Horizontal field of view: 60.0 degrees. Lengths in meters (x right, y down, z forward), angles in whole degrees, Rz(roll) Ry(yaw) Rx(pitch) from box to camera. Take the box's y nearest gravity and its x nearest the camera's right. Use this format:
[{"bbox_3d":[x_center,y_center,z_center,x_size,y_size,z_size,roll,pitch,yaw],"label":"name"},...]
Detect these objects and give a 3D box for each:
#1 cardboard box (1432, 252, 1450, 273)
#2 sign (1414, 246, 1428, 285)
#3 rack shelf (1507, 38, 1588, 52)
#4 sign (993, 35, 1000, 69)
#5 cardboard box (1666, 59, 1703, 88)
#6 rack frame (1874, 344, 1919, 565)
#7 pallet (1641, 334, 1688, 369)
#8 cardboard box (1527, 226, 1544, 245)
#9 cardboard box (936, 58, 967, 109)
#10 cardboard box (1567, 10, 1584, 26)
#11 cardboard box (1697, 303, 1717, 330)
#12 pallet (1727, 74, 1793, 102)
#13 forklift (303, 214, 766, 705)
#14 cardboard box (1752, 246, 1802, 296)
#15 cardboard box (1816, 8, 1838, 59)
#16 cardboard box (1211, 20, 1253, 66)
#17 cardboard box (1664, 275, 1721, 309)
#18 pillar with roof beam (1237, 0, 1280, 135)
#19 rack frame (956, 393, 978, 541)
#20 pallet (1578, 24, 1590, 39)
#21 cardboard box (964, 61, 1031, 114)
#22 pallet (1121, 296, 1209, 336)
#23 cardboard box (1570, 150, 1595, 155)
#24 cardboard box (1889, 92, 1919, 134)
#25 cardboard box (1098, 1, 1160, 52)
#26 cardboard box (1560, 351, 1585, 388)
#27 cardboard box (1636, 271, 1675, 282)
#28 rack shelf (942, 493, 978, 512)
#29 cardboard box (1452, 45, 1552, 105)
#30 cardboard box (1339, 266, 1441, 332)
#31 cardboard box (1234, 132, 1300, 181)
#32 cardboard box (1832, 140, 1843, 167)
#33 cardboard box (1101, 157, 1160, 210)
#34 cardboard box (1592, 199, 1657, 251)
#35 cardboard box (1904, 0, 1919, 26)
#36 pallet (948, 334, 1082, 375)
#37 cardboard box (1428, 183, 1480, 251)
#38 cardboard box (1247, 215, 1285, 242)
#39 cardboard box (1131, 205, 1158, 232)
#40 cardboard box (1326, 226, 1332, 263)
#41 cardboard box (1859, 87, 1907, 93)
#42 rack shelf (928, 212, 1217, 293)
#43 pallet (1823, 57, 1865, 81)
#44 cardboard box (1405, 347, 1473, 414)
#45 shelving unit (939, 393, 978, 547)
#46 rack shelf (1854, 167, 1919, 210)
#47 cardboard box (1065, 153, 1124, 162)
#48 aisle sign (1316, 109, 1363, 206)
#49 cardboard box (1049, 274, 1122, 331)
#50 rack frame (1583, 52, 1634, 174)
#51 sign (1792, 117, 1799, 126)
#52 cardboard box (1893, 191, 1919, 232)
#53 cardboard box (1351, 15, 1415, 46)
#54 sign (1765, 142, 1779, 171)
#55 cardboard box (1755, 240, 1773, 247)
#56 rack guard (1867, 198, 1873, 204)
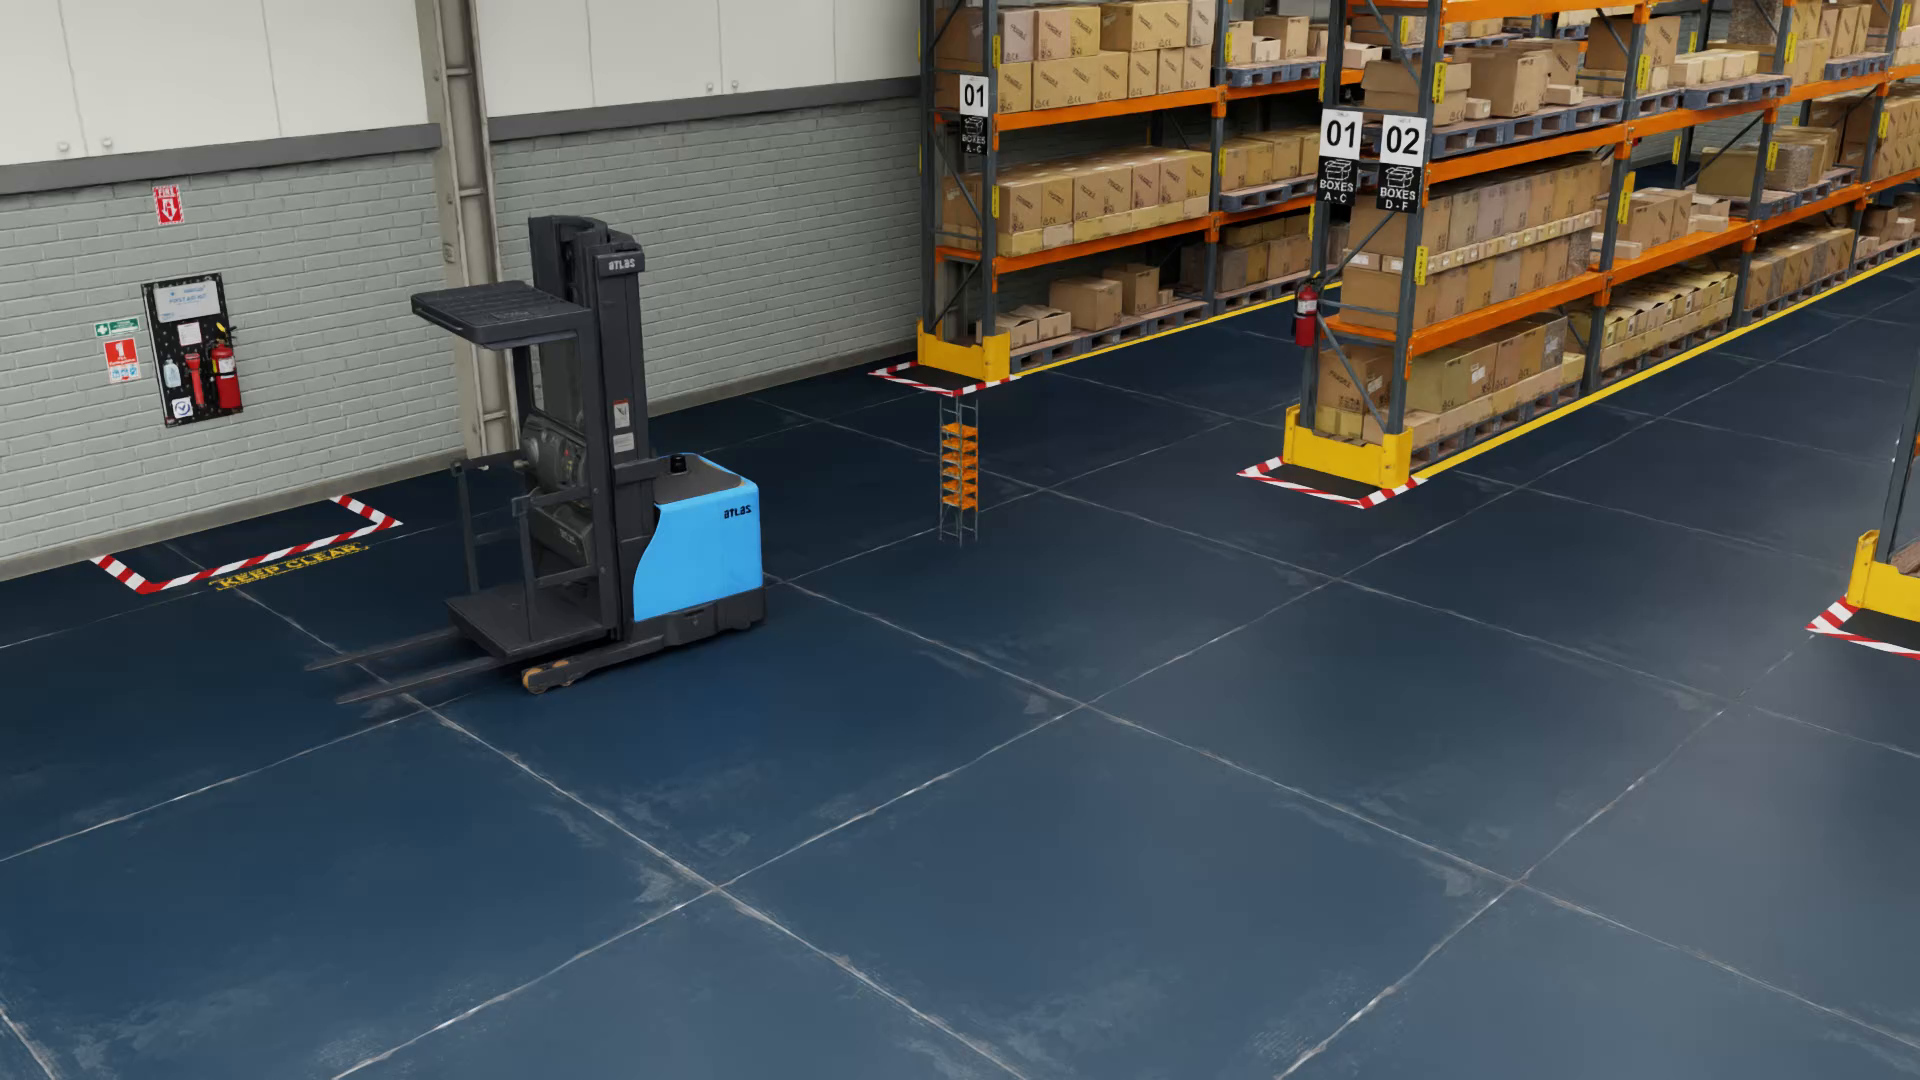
[{"bbox_3d":[4.142,-2.502,14.860,0.380,0.149,0.250,18,28,39],"label":"cardboard box"},{"bbox_3d":[3.925,-2.338,14.159,0.100,0.325,0.005,19,28,41],"label":"sign"},{"bbox_3d":[9.747,-7.939,26.871,1.077,0.370,4.000,19,28,41],"label":"rack shelf"},{"bbox_3d":[0.369,-4.948,16.869,0.100,0.325,0.005,19,28,41],"label":"sign"},{"bbox_3d":[7.700,-5.068,18.021,0.500,0.250,0.500,16,26,36],"label":"cardboard box"},{"bbox_3d":[7.078,-0.796,11.466,1.000,3.000,0.127,19,28,41],"label":"rack frame"},{"bbox_3d":[7.660,-2.278,19.207,1.003,0.211,1.213,19,28,41],"label":"pallet"},{"bbox_3d":[5.399,-2.965,16.065,0.250,0.149,0.380,-19,28,-41],"label":"cardboard box"},{"bbox_3d":[0.090,-4.903,17.801,0.500,0.500,0.500,-18,27,-38],"label":"cardboard box"},{"bbox_3d":[9.388,-8.173,25.960,0.500,0.250,0.500,18,28,40],"label":"cardboard box"},{"bbox_3d":[8.563,-2.676,19.604,0.500,0.250,0.500,19,28,40],"label":"cardboard box"},{"bbox_3d":[8.703,-5.209,19.028,1.003,0.211,1.213,-19,28,-40],"label":"pallet"},{"bbox_3d":[-2.870,-0.570,10.973,3.031,2.935,1.130,-16,26,-35],"label":"forklift"},{"bbox_3d":[10.350,-3.441,21.218,0.500,0.500,0.500,19,28,40],"label":"cardboard box"},{"bbox_3d":[10.571,-6.357,20.887,0.600,0.600,0.600,18,27,39],"label":"cardboard box"},{"bbox_3d":[3.209,-6.068,20.274,0.500,0.500,0.500,-15,26,-35],"label":"cardboard box"},{"bbox_3d":[8.566,-2.936,19.499,0.500,0.311,0.500,19,28,40],"label":"cardboard box"},{"bbox_3d":[7.119,-6.938,19.081,9.100,9.000,0.400,19,28,41],"label":"pillar with roof beam"},{"bbox_3d":[0.054,-0.580,13.411,0.240,1.200,0.006,19,28,41],"label":"rack frame"},{"bbox_3d":[9.781,-8.239,26.772,1.003,0.211,1.213,19,28,41],"label":"pallet"},{"bbox_3d":[0.393,-4.756,17.418,0.500,0.500,0.500,-19,28,-41],"label":"cardboard box"},{"bbox_3d":[2.327,-2.821,20.620,1.003,0.211,1.213,19,28,41],"label":"pallet"},{"bbox_3d":[10.669,-6.598,28.555,0.380,0.149,0.250,20,28,41],"label":"cardboard box"},{"bbox_3d":[13.512,-6.084,23.689,0.500,0.500,0.500,-19,28,-40],"label":"cardboard box"},{"bbox_3d":[1.884,-5.750,18.612,0.500,0.500,0.500,18,27,39],"label":"cardboard box"},{"bbox_3d":[6.155,-1.804,17.334,0.500,0.250,0.500,19,28,41],"label":"cardboard box"},{"bbox_3d":[8.177,-3.070,19.846,0.500,0.311,0.500,18,28,39],"label":"cardboard box"},{"bbox_3d":[-0.010,-0.291,13.452,0.258,0.103,0.180,19,28,41],"label":"rack shelf"},{"bbox_3d":[5.083,-4.383,15.693,0.637,0.503,0.797,-16,26,-36],"label":"cardboard box"},{"bbox_3d":[3.867,-2.201,14.980,0.700,0.500,0.500,19,28,41],"label":"cardboard box"},{"bbox_3d":[3.982,-4.997,21.643,0.500,0.500,0.700,-16,26,-35],"label":"cardboard box"},{"bbox_3d":[12.068,-5.361,23.203,0.500,0.500,0.500,-20,28,-41],"label":"cardboard box"},{"bbox_3d":[1.959,-4.138,19.296,0.500,0.500,0.500,18,28,39],"label":"cardboard box"},{"bbox_3d":[7.237,-3.441,18.206,0.500,0.500,0.500,-18,27,-38],"label":"cardboard box"},{"bbox_3d":[12.665,-7.263,22.576,0.700,0.500,0.500,19,28,41],"label":"cardboard box"},{"bbox_3d":[0.625,-2.194,18.988,1.003,0.211,1.213,19,28,41],"label":"pallet"},{"bbox_3d":[4.267,-2.956,15.138,0.700,0.500,0.500,18,28,39],"label":"cardboard box"},{"bbox_3d":[3.937,-4.135,21.977,0.500,0.250,0.500,18,28,39],"label":"cardboard box"},{"bbox_3d":[1.964,-3.787,19.427,0.500,0.250,0.500,19,28,40],"label":"cardboard box"},{"bbox_3d":[4.653,-4.070,22.853,0.700,0.500,0.500,19,28,41],"label":"cardboard box"},{"bbox_3d":[13.483,-6.352,24.386,0.500,0.500,0.500,-20,29,-41],"label":"cardboard box"},{"bbox_3d":[1.375,-3.454,19.384,1.077,0.370,4.000,19,28,41],"label":"rack shelf"},{"bbox_3d":[10.677,-6.017,21.129,1.213,0.211,1.003,19,28,41],"label":"pallet"},{"bbox_3d":[4.413,-1.511,15.527,0.500,0.500,0.500,19,28,41],"label":"cardboard box"},{"bbox_3d":[-0.010,-0.556,13.350,0.258,1.200,0.189,19,28,41],"label":"shelving unit"},{"bbox_3d":[13.298,-5.300,24.186,1.077,0.370,4.000,19,28,41],"label":"rack shelf"},{"bbox_3d":[1.578,-4.266,19.629,0.500,0.500,0.500,-19,28,-41],"label":"cardboard box"},{"bbox_3d":[3.276,-3.307,14.375,0.394,0.787,0.004,19,28,41],"label":"aisle sign"},{"bbox_3d":[1.473,-2.793,19.530,0.700,0.500,0.500,17,27,37],"label":"cardboard box"},{"bbox_3d":[11.142,-7.389,28.617,1.000,3.000,0.127,19,28,41],"label":"rack frame"},{"bbox_3d":[11.509,-5.660,22.912,0.100,0.325,0.005,19,28,41],"label":"sign"},{"bbox_3d":[14.491,-4.987,25.240,0.500,0.500,0.500,19,28,41],"label":"cardboard box"},{"bbox_3d":[5.852,-7.121,22.988,0.700,0.500,0.500,17,27,37],"label":"cardboard box"},{"bbox_3d":[9.513,-4.496,19.477,0.100,0.325,0.005,19,28,41],"label":"sign"},{"bbox_3d":[10.320,-3.701,21.893,0.500,0.500,0.500,18,27,39],"label":"cardboard box"},{"bbox_3d":[14.641,-4.964,25.792,1.175,0.500,0.348,19,28,41],"label":"rack guard"}]
